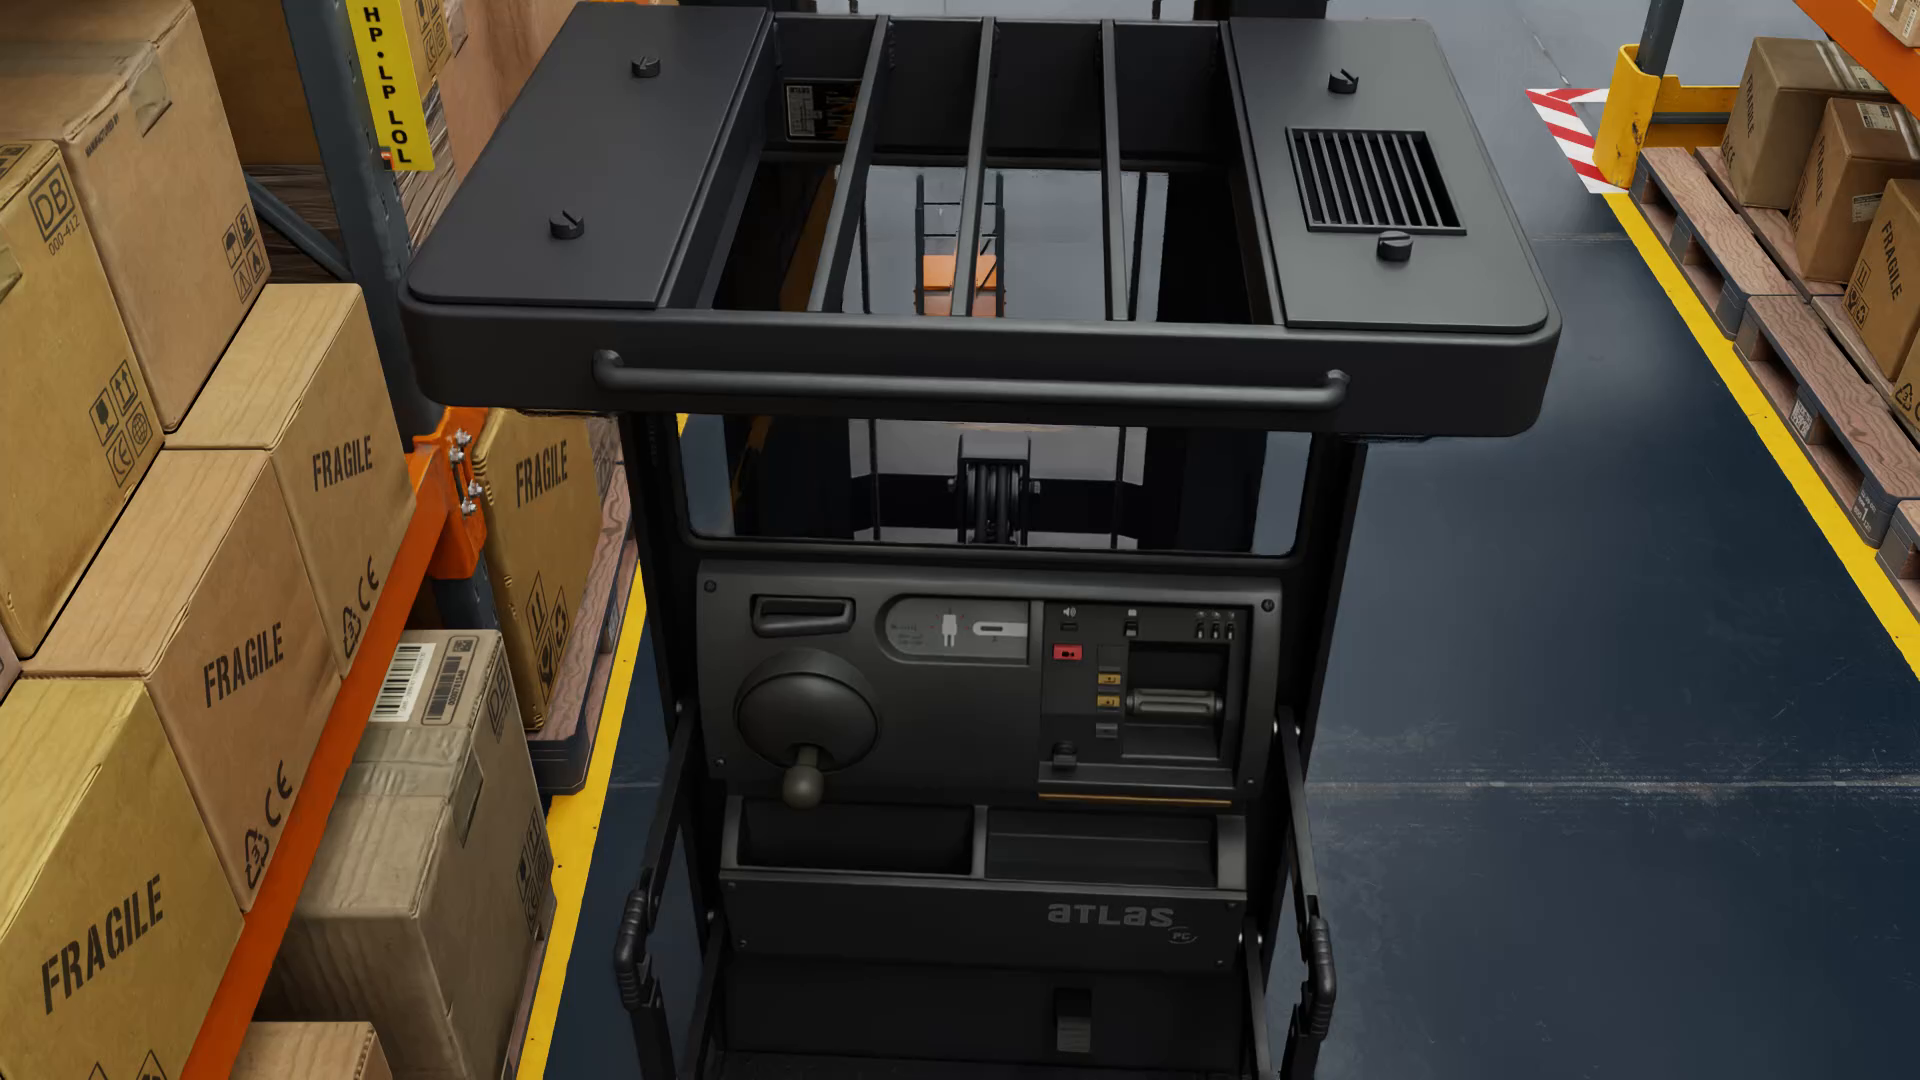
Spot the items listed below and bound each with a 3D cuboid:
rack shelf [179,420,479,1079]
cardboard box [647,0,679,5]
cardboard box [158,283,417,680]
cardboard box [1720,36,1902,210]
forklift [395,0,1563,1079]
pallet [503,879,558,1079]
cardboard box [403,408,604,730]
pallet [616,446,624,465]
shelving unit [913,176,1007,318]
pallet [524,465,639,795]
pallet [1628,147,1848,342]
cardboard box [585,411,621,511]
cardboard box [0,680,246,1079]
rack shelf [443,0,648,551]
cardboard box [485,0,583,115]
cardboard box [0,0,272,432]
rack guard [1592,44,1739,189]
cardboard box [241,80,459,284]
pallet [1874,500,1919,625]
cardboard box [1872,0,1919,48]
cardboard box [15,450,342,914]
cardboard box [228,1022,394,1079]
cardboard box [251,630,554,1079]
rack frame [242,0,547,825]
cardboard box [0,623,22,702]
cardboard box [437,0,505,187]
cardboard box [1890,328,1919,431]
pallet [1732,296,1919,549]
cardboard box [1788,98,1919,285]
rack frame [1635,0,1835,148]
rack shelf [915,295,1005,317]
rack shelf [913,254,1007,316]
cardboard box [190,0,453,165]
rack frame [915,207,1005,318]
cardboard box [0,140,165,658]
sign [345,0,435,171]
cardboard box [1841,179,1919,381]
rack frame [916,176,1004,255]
[{"bbox_3d":[-1.573,1.139,2.005,1.077,0.370,4.000,0,39,0],"label":"rack shelf"},{"bbox_3d":[-1.513,-1.804,6.466,0.875,0.875,0.875,0,39,0],"label":"cardboard box"},{"bbox_3d":[-1.307,-0.105,2.903,0.500,0.500,0.500,0,39,0],"label":"cardboard box"},{"bbox_3d":[3.364,-1.632,6.551,0.500,0.500,0.500,7,39,8],"label":"cardboard box"},{"bbox_3d":[0.032,0.318,2.509,1.130,2.935,3.031,2,39,2],"label":"forklift"},{"bbox_3d":[-1.499,1.178,3.611,1.003,0.211,1.213,0,39,0],"label":"pallet"},{"bbox_3d":[-1.506,-0.120,4.365,0.875,0.875,0.875,1,39,1],"label":"cardboard box"},{"bbox_3d":[-1.502,-0.544,5.761,1.003,0.211,1.213,0,39,0],"label":"pallet"},{"bbox_3d":[0.000,-0.477,4.886,0.258,1.200,0.189,0,39,0],"label":"shelving unit"},{"bbox_3d":[-1.498,0.220,4.806,1.003,0.211,1.213,0,39,0],"label":"pallet"},{"bbox_3d":[3.346,-1.190,6.566,1.003,0.211,1.213,0,39,0],"label":"pallet"},{"bbox_3d":[-1.511,-0.684,5.068,0.875,0.875,0.875,0,39,0],"label":"cardboard box"},{"bbox_3d":[-1.306,0.527,2.114,0.500,0.500,0.500,0,39,0],"label":"cardboard box"},{"bbox_3d":[-1.578,-1.362,5.126,1.077,0.370,4.000,0,39,0],"label":"rack shelf"},{"bbox_3d":[-1.494,-1.363,4.432,0.875,0.550,0.550,0,39,0],"label":"cardboard box"},{"bbox_3d":[-1.569,-0.511,2.609,0.700,0.500,0.500,-1,39,-1],"label":"cardboard box"},{"bbox_3d":[3.380,-1.811,7.110,1.175,0.500,0.348,0,39,0],"label":"rack guard"},{"bbox_3d":[-1.588,-0.681,3.582,0.875,0.550,0.550,0,39,0],"label":"cardboard box"},{"bbox_3d":[3.349,0.336,4.662,1.003,0.211,1.213,0,39,0],"label":"pallet"},{"bbox_3d":[3.047,-1.619,5.073,0.380,0.149,0.250,0,39,0],"label":"cardboard box"},{"bbox_3d":[-1.307,0.211,2.508,0.500,0.500,0.500,0,39,-1],"label":"cardboard box"},{"bbox_3d":[-1.487,1.313,2.676,1.050,0.750,0.750,0,39,0],"label":"cardboard box"},{"bbox_3d":[-1.485,0.710,3.429,1.050,0.750,0.750,0,39,0],"label":"cardboard box"},{"bbox_3d":[-1.575,-0.392,3.341,1.000,3.000,0.127,0,39,0],"label":"rack frame"},{"bbox_3d":[-1.566,0.127,1.814,0.700,0.500,0.500,0,39,0],"label":"cardboard box"},{"bbox_3d":[-1.611,-1.025,4.011,0.875,0.550,0.550,0,39,0],"label":"cardboard box"},{"bbox_3d":[3.337,-0.518,5.160,0.500,0.500,0.500,-3,39,-4],"label":"cardboard box"},{"bbox_3d":[3.344,-0.429,5.617,1.003,0.211,1.213,0,39,0],"label":"pallet"},{"bbox_3d":[3.399,-1.258,6.084,0.500,0.500,0.500,10,40,12],"label":"cardboard box"},{"bbox_3d":[3.380,-2.834,6.388,1.000,3.000,0.127,0,39,0],"label":"rack frame"},{"bbox_3d":[0.000,-0.630,4.764,0.258,0.103,0.180,0,39,0],"label":"rack shelf"},{"bbox_3d":[0.000,-0.724,4.689,0.258,0.103,0.180,0,39,0],"label":"rack shelf"},{"bbox_3d":[-1.541,-1.103,3.244,0.875,0.550,0.550,0,39,0],"label":"cardboard box"},{"bbox_3d":[0.000,-0.420,4.815,0.240,1.200,0.006,0,39,0],"label":"rack frame"},{"bbox_3d":[-1.566,-0.189,2.208,0.700,0.500,0.500,-1,39,-1],"label":"cardboard box"},{"bbox_3d":[-1.033,-0.820,3.012,0.100,0.325,0.005,0,39,0],"label":"sign"},{"bbox_3d":[3.381,-0.867,5.596,0.500,0.500,0.500,3,39,4],"label":"cardboard box"},{"bbox_3d":[0.000,-0.534,4.957,0.240,1.200,0.006,0,39,0],"label":"rack frame"}]
